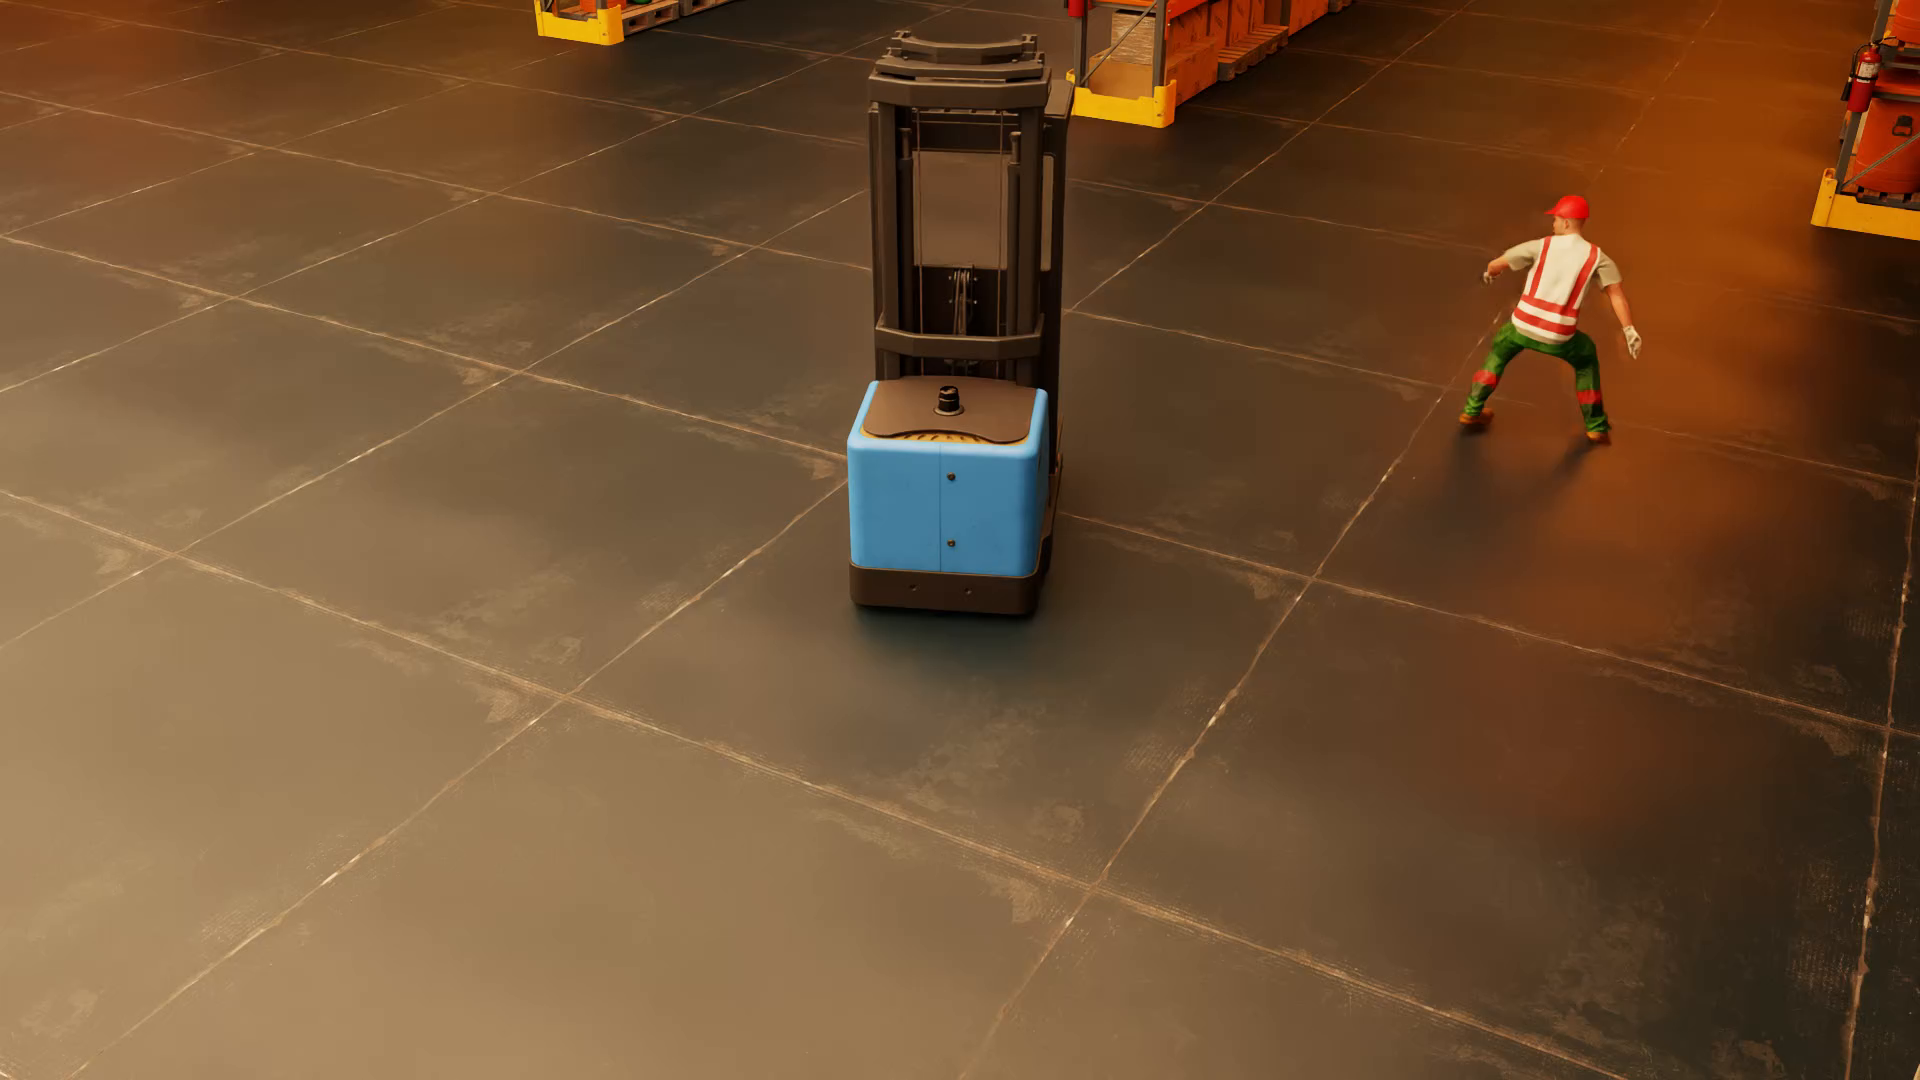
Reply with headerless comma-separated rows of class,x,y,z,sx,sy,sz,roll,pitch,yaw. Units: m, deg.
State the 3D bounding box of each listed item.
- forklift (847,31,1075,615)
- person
forklift,0.072,-1.572,9.794,1.130,2.935,3.031,3,30,6
person,3.895,-1.366,10.863,1.100,1.720,0.591,15,33,24
